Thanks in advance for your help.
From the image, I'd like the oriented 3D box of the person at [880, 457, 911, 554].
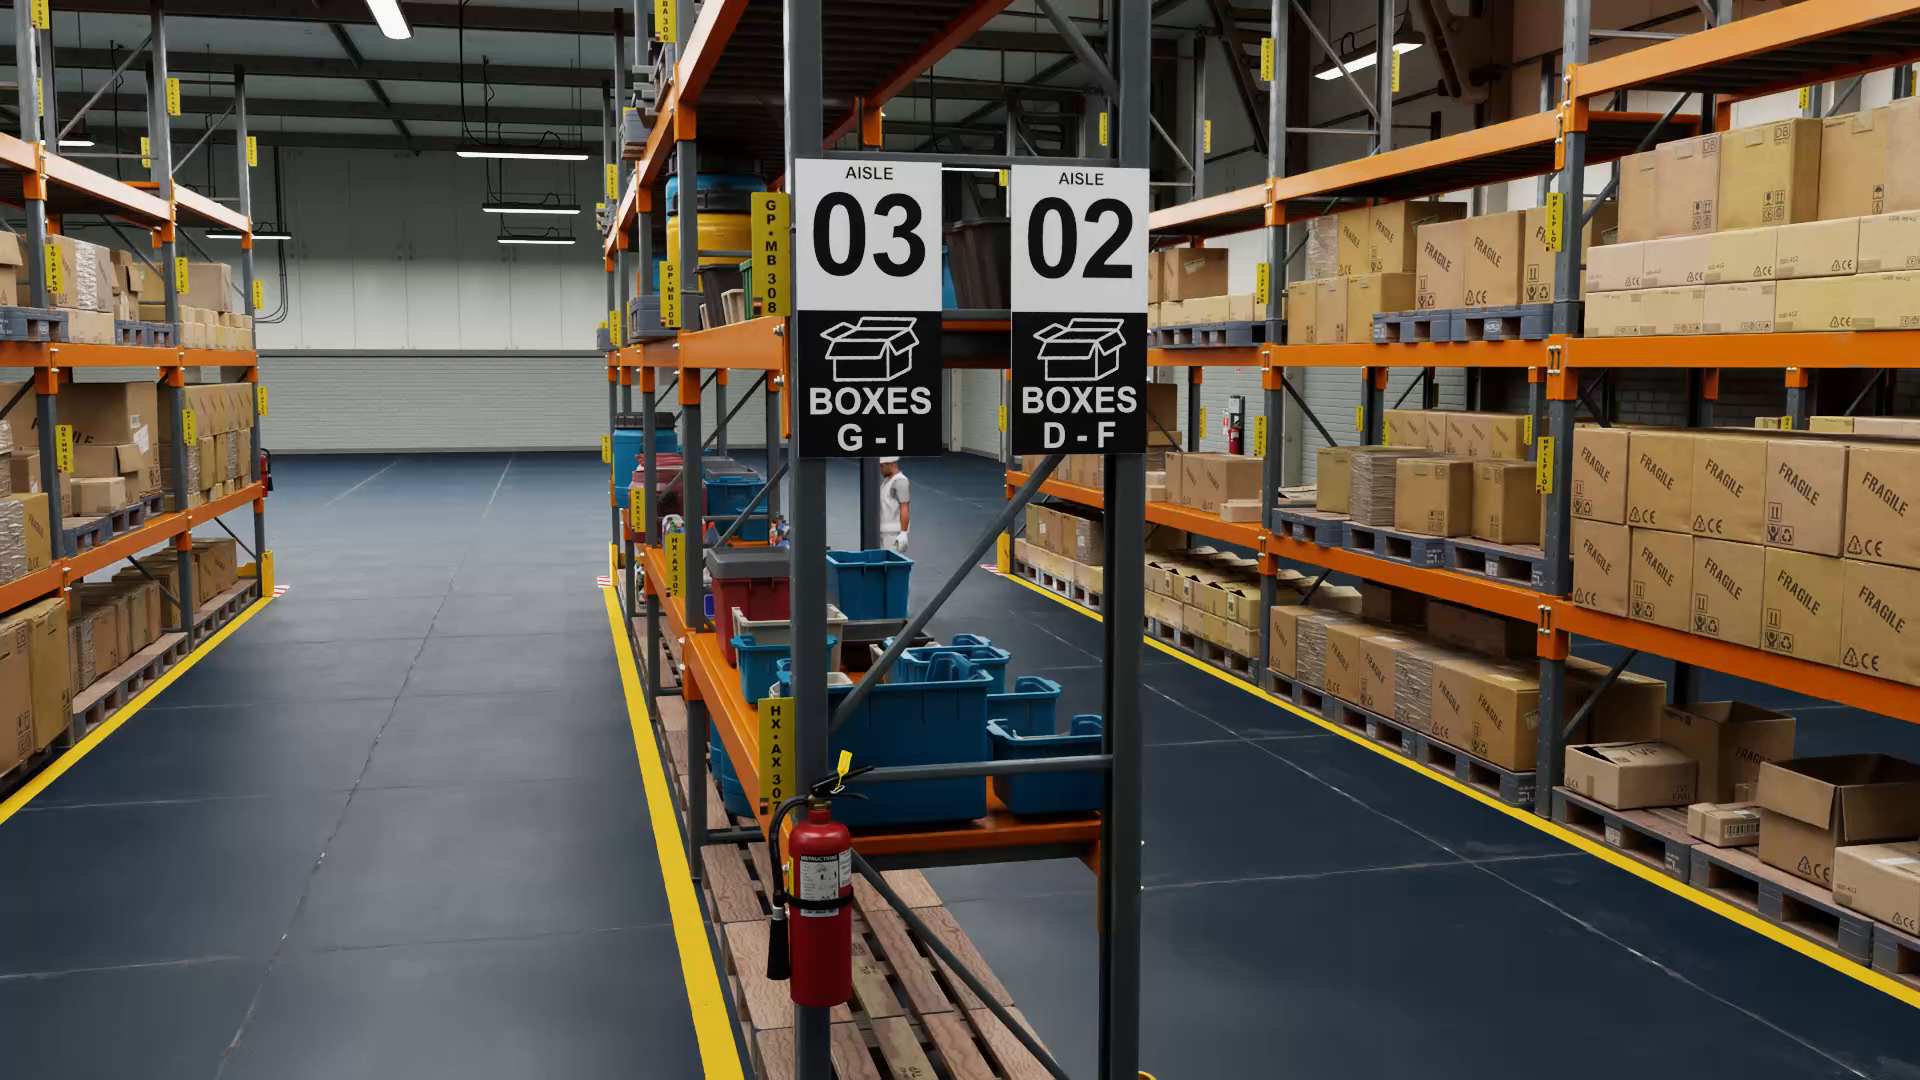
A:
[{"bbox_3d":[-0.748,-0.035,16.941,0.449,1.792,0.561,-1,6,-13],"label":"person"}]
